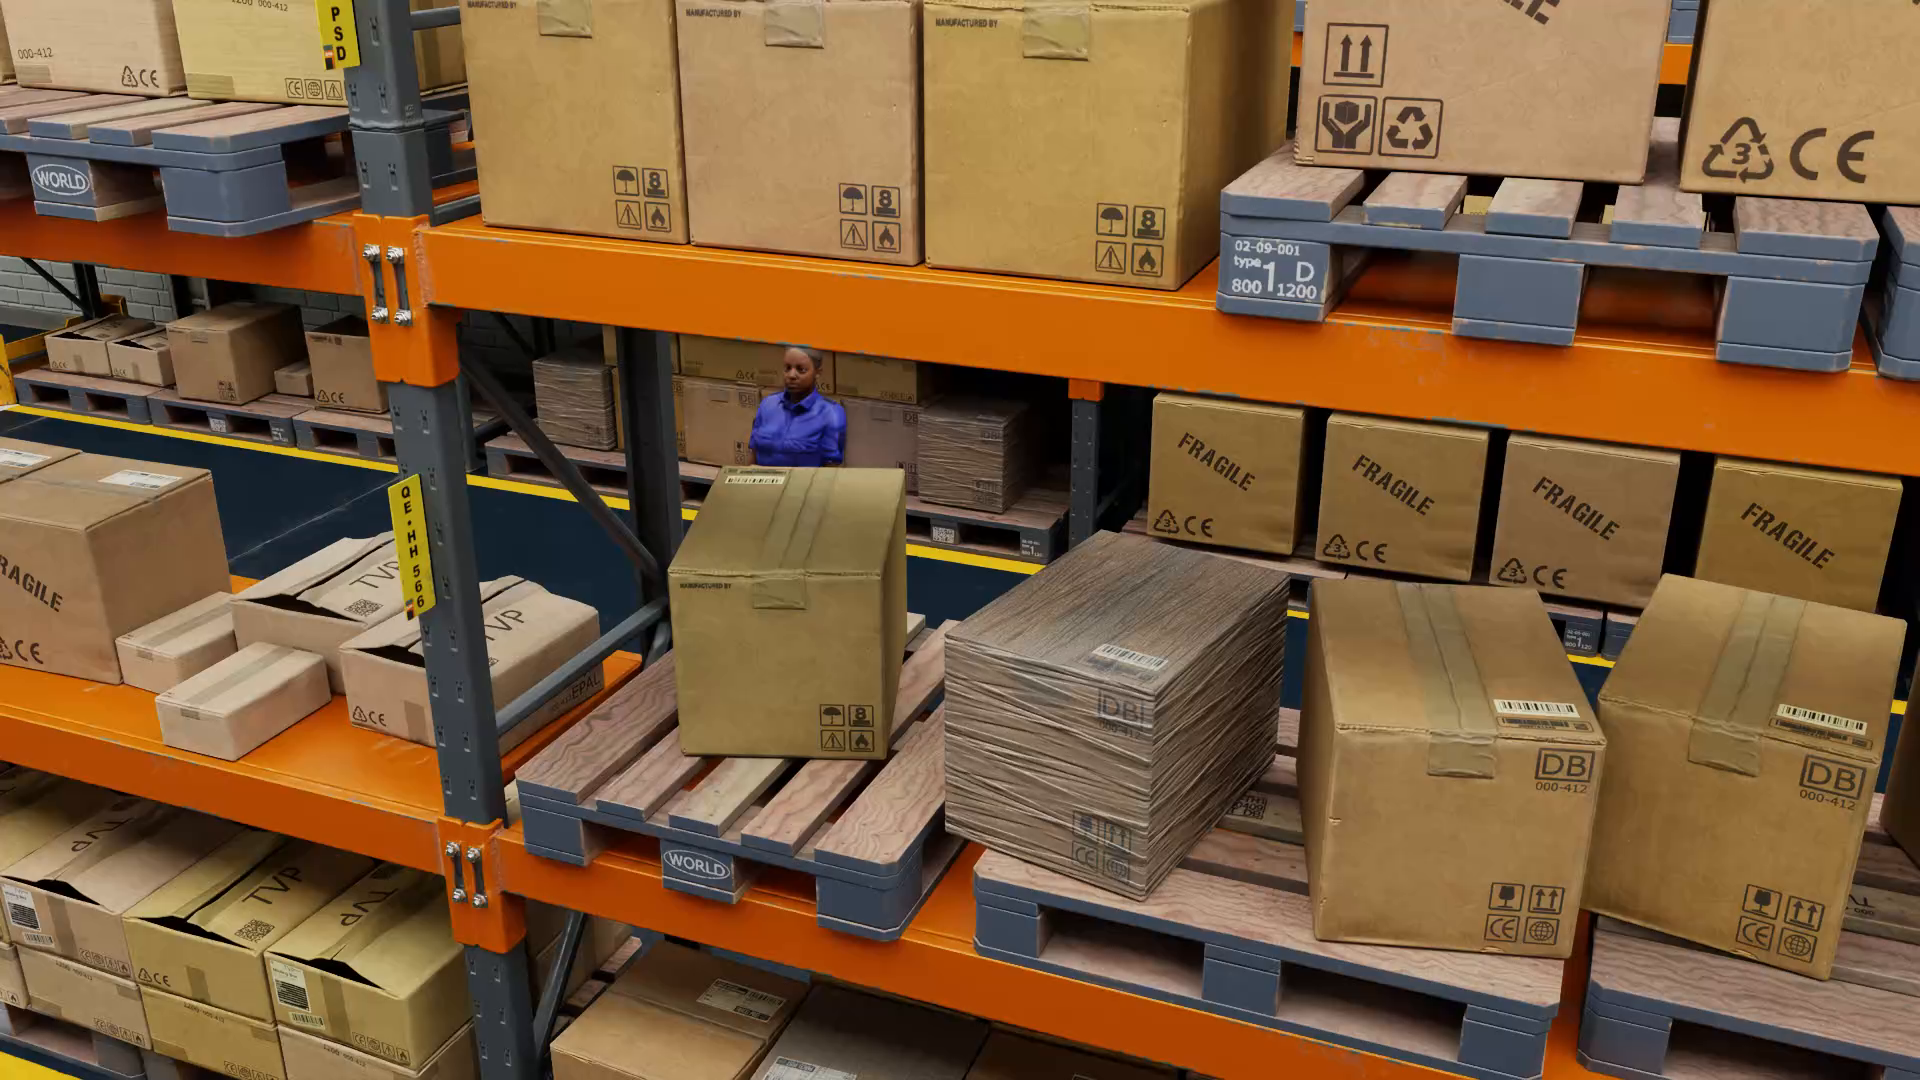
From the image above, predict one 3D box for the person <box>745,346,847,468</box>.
[{"bbox_3d":[-0.739,-0.041,7.210,0.449,1.645,0.516,9,24,20],"label":"person"}]
